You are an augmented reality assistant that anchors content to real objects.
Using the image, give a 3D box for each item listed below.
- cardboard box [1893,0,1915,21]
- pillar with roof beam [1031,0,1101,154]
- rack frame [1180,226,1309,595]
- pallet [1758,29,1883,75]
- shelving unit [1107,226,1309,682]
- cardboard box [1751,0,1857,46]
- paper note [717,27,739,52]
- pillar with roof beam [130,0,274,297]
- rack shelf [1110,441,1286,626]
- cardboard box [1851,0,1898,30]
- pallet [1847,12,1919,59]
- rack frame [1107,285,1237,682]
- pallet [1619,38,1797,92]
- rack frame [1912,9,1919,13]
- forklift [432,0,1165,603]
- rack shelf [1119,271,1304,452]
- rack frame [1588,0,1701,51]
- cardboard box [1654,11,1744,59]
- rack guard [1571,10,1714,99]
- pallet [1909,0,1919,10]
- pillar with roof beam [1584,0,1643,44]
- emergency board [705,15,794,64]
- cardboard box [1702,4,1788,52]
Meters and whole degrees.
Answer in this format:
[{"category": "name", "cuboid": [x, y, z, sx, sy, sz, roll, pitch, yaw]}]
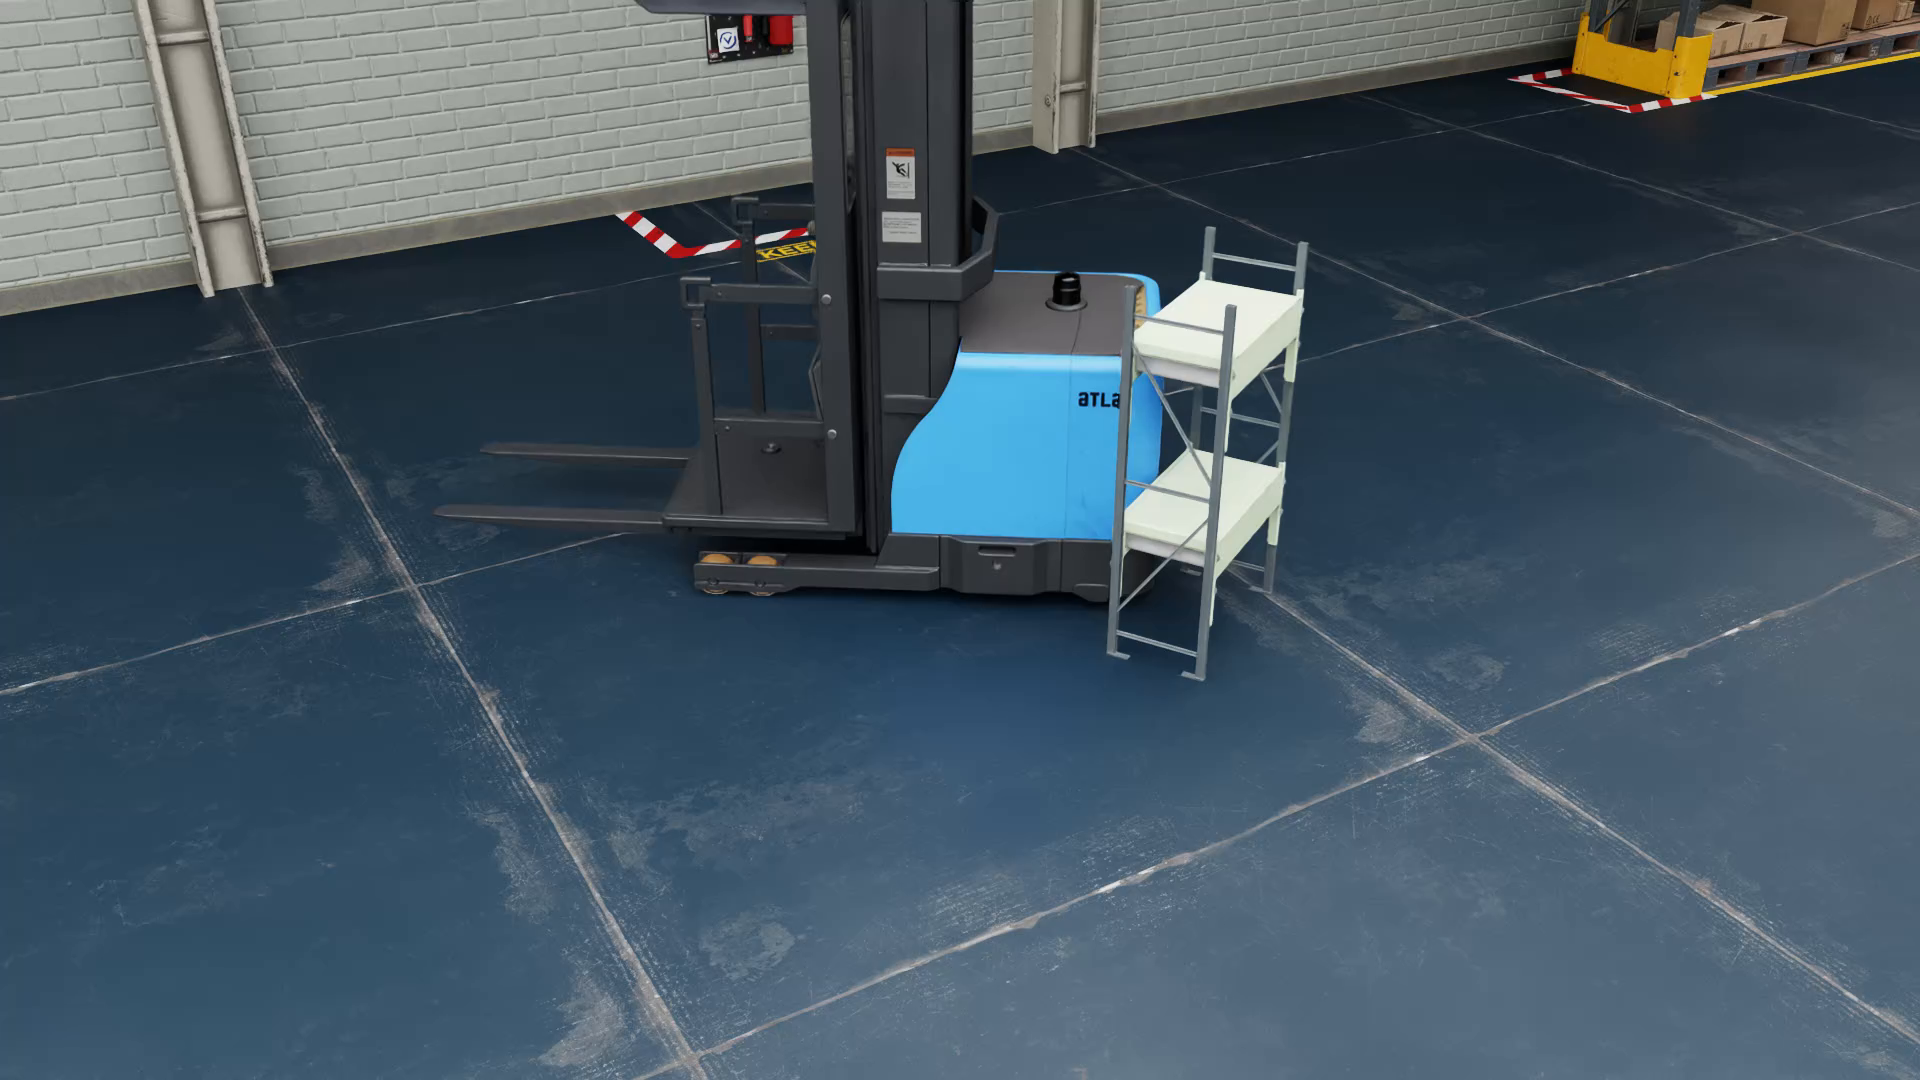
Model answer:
[{"category": "cardboard box", "cuboid": [8.799, -5.058, 15.787, 0.250, 0.166, 0.380, -21, 35, -33]}, {"category": "pillar with roof beam", "cuboid": [2.970, -5.166, 7.298, 0.400, 9.000, 9.100, -16, 33, -26]}, {"category": "rack frame", "cuboid": [1.107, -0.481, 6.569, 0.400, 1.500, 0.023, 15, 32, 25]}, {"category": "pallet", "cuboid": [7.631, -4.548, 15.273, 1.213, 0.211, 1.003, -16, 33, -26]}, {"category": "shelving unit", "cuboid": [0.928, -0.327, 6.290, 0.431, 1.500, 0.755, 15, 32, 25]}, {"category": "cardboard box", "cuboid": [7.588, -4.798, 14.972, 0.500, 0.500, 0.700, -18, 34, -29]}, {"category": "paper note", "cuboid": [-1.549, -3.344, 11.116, 0.142, 0.148, 0.016, -16, 33, -26]}, {"category": "pillar with roof beam", "cuboid": [-2.203, -3.697, 4.636, 0.400, 9.000, 9.100, -16, 33, -26]}, {"category": "rack shelf", "cuboid": [0.928, -0.041, 6.447, 0.431, 0.370, 0.720, 15, 32, 25]}, {"category": "cardboard box", "cuboid": [8.371, -5.076, 15.476, 0.500, 0.500, 0.500, -19, 34, -30]}, {"category": "pallet", "cuboid": [8.684, -4.849, 15.818, 1.213, 0.211, 1.003, -16, 33, -26]}, {"category": "rack frame", "cuboid": [0.749, -0.173, 6.010, 0.400, 1.500, 0.023, 15, 32, 25]}, {"category": "pallet", "cuboid": [6.580, -4.252, 14.736, 1.213, 0.211, 1.003, -16, 33, -26]}, {"category": "rack frame", "cuboid": [9.245, -6.249, 15.469, 0.127, 3.000, 1.000, -16, 33, -26]}, {"category": "forklift", "cuboid": [-0.686, -1.303, 6.577, 3.031, 2.935, 1.130, 2, 29, 4]}, {"category": "rack shelf", "cuboid": [0.928, -0.668, 6.101, 0.431, 0.370, 0.720, 15, 32, 25]}, {"category": "rack frame", "cuboid": [5.796, -5.270, 13.695, 0.127, 3.000, 1.000, -16, 33, -26]}, {"category": "cardboard box", "cuboid": [6.439, -4.417, 14.477, 0.500, 0.311, 0.500, -20, 35, -32]}, {"category": "rack guard", "cuboid": [5.862, -4.194, 14.332, 0.348, 0.500, 1.175, -16, 33, -26]}, {"category": "pallet", "cuboid": [9.916, -5.219, 16.489, 1.213, 0.211, 1.003, -16, 33, -26]}, {"category": "pillar with roof beam", "cuboid": [8.143, -6.635, 9.959, 0.400, 9.000, 9.100, -16, 33, -26]}, {"category": "emergency board", "cuboid": [-1.361, -3.744, 10.929, 0.643, 1.169, 0.194, -16, 33, -26]}, {"category": "cardboard box", "cuboid": [6.930, -4.557, 14.730, 0.500, 0.311, 0.500, -13, 31, -22]}]
